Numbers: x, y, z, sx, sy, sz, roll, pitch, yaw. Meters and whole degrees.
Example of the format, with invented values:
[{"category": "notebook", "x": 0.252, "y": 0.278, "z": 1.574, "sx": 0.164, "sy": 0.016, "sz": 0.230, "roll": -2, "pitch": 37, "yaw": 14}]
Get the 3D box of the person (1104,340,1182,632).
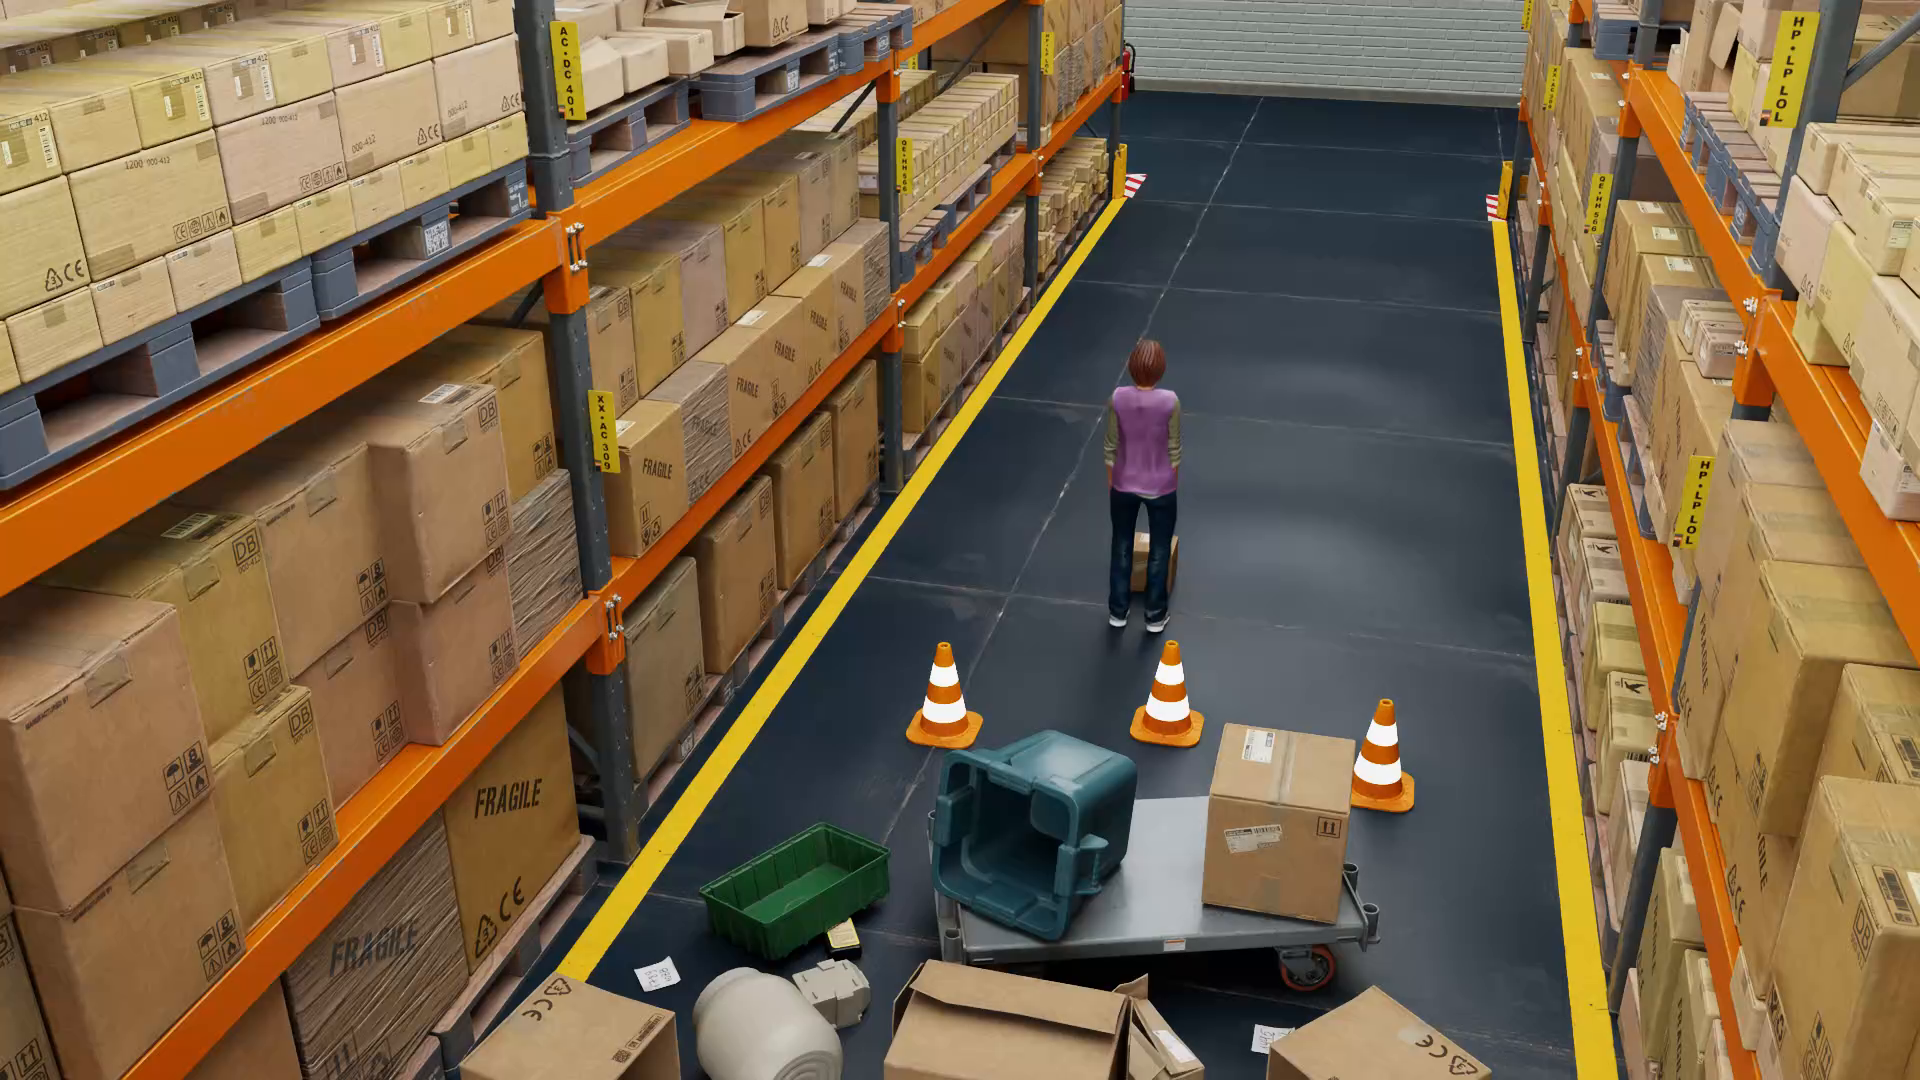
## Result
[{"category": "person", "x": 0.943, "y": -0.269, "z": 8.703, "sx": 0.407, "sy": 1.583, "sz": 0.301, "roll": 7, "pitch": 27, "yaw": 14}]
